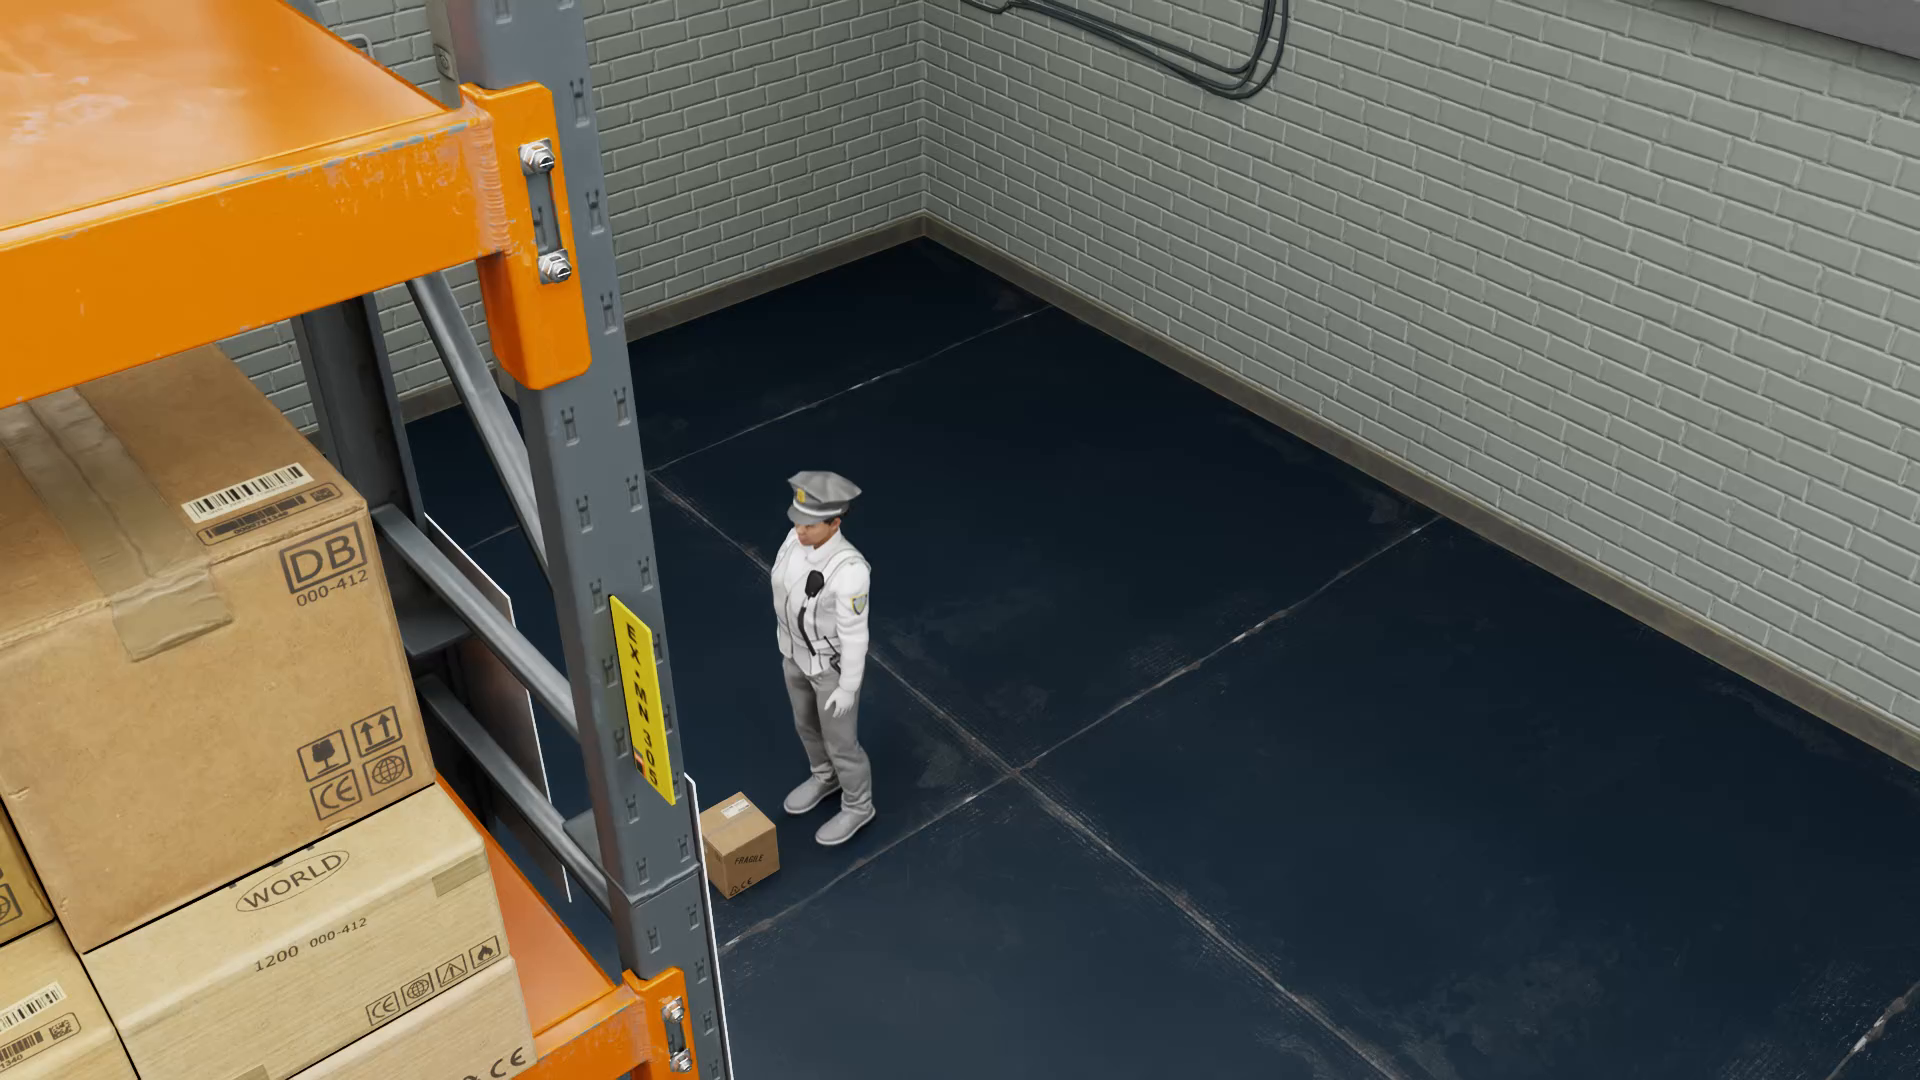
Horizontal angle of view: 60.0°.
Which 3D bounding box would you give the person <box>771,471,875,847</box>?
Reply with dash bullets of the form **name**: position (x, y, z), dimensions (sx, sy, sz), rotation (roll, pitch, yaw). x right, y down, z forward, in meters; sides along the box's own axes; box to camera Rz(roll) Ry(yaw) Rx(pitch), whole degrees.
- **person**: position (-0.528, 0.464, 6.426), dimensions (0.345, 1.681, 0.469), rotation (-25, 43, -30)
